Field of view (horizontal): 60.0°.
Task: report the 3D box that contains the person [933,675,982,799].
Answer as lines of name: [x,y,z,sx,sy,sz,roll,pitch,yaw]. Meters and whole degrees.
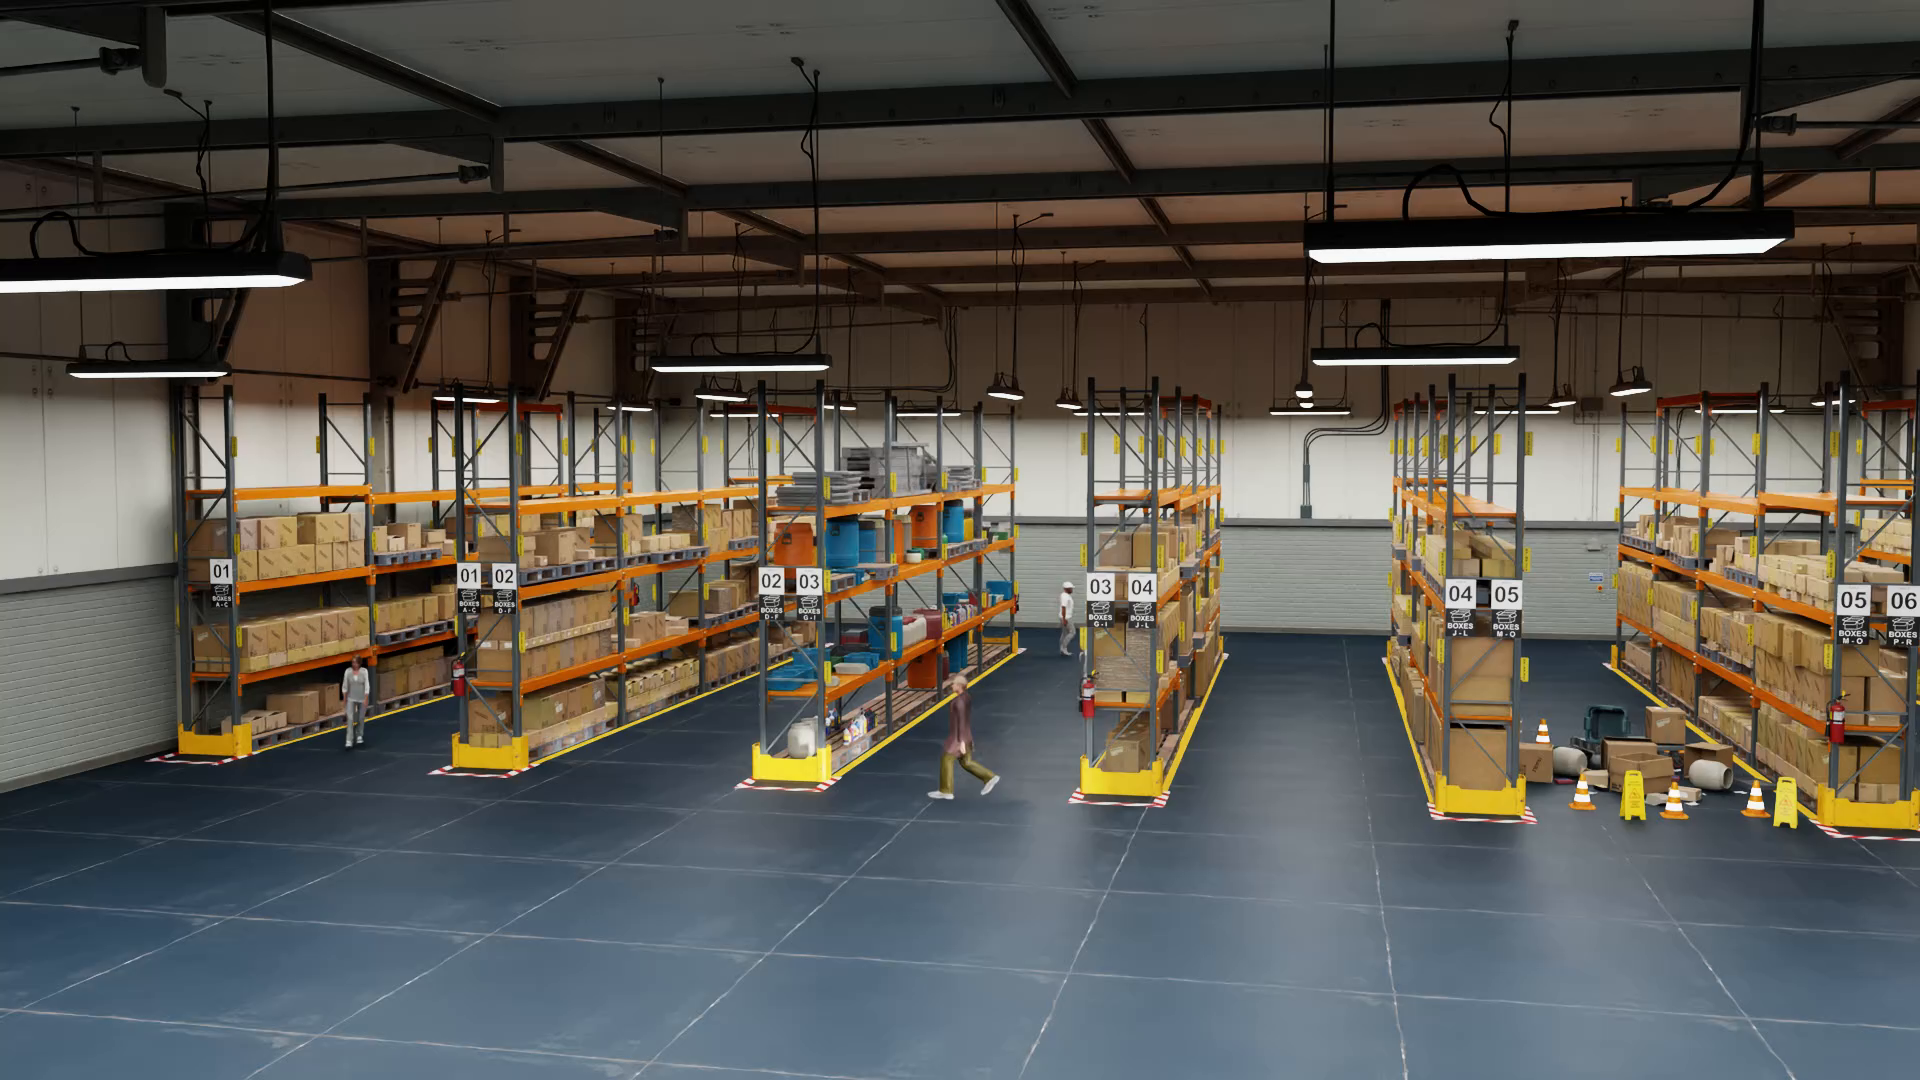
person: [-0.035,2.792,23.605,0.599,1.793,0.609,2,4,34]

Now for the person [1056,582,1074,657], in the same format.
person: [2.586,1.892,39.876,0.503,1.794,0.595,2,4,32]

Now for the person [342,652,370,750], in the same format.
person: [-10.099,2.653,27.650,0.667,1.578,0.524,2,4,32]
